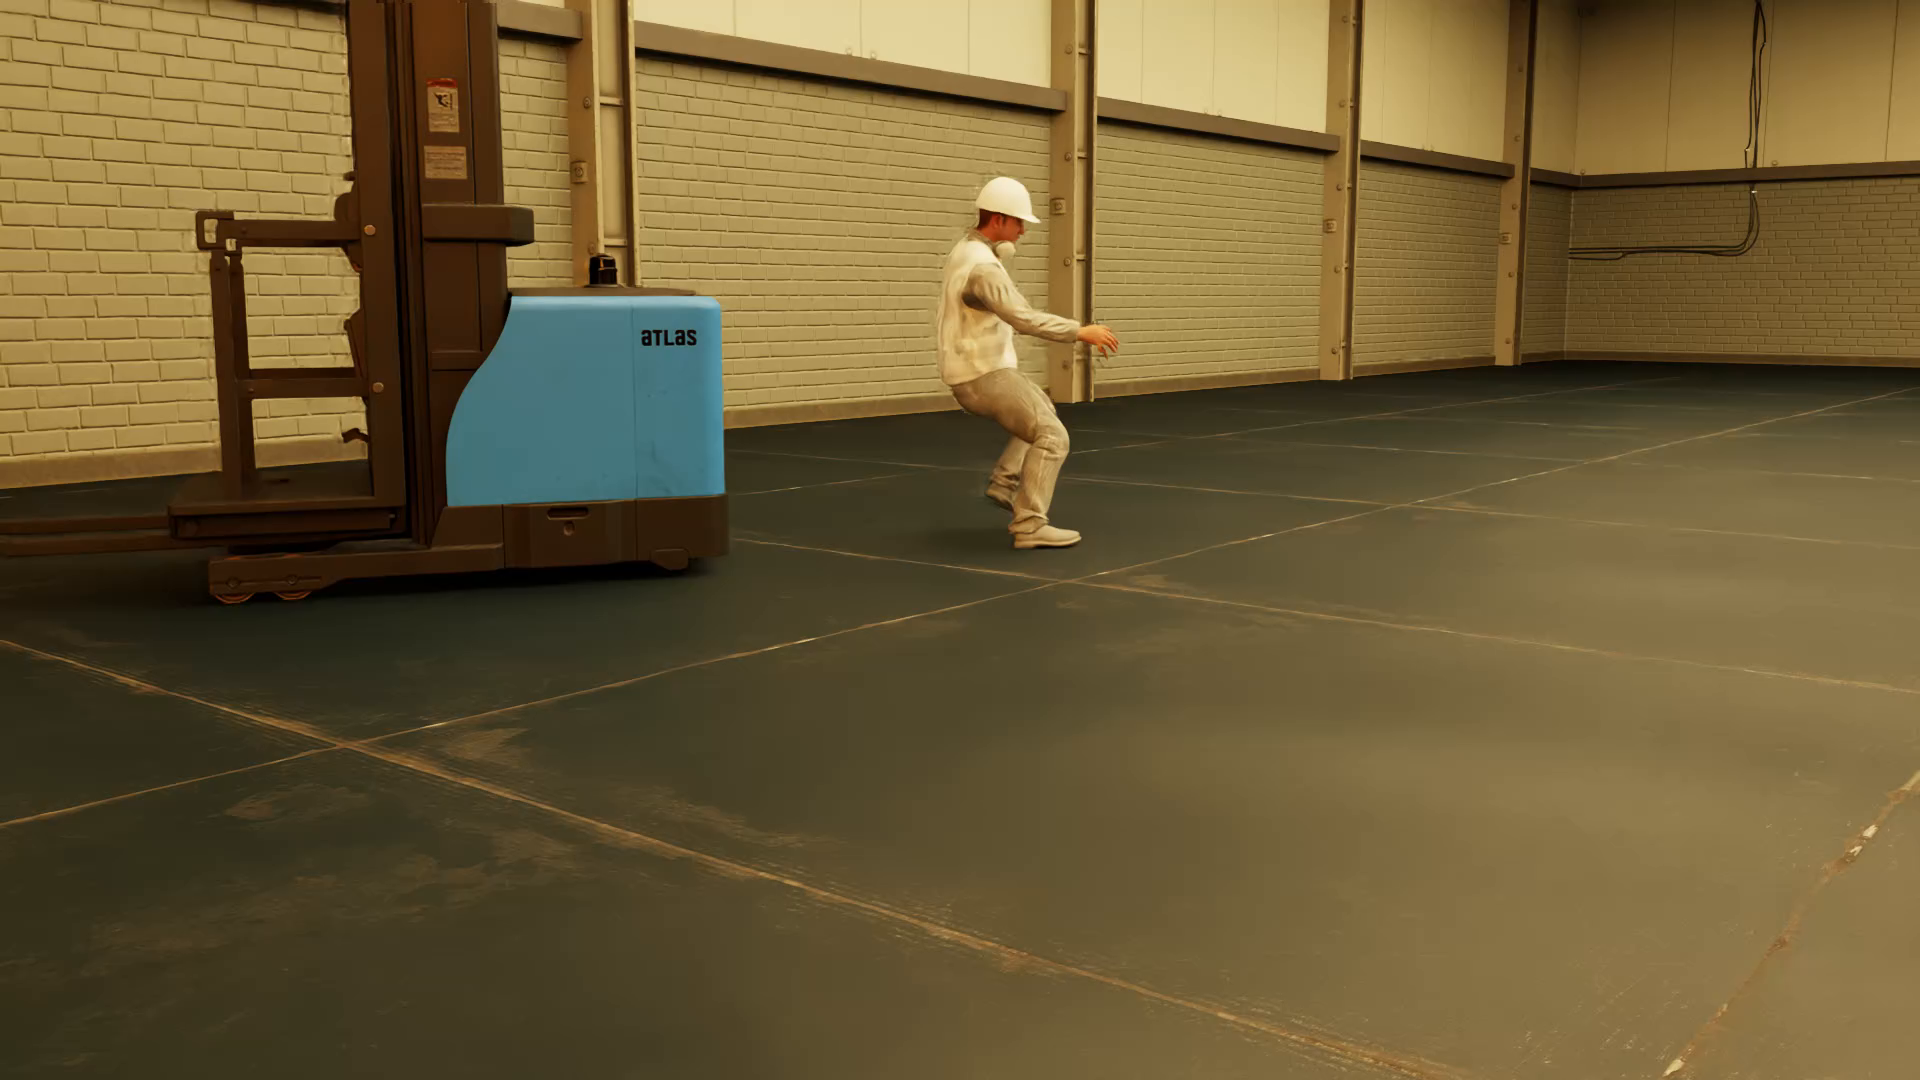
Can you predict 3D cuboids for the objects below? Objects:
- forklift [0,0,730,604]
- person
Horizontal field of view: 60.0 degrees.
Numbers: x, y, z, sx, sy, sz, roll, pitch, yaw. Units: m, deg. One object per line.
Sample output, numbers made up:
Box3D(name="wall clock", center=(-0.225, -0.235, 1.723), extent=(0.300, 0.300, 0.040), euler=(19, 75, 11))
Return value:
Box3D(name="forklift", center=(-2.480, -1.311, 6.243), extent=(3.031, 2.935, 1.130), euler=(-3, 9, -20))
Box3D(name="person", center=(0.280, -0.804, 7.434), extent=(0.766, 1.588, 0.869), euler=(-1, 8, -6))
